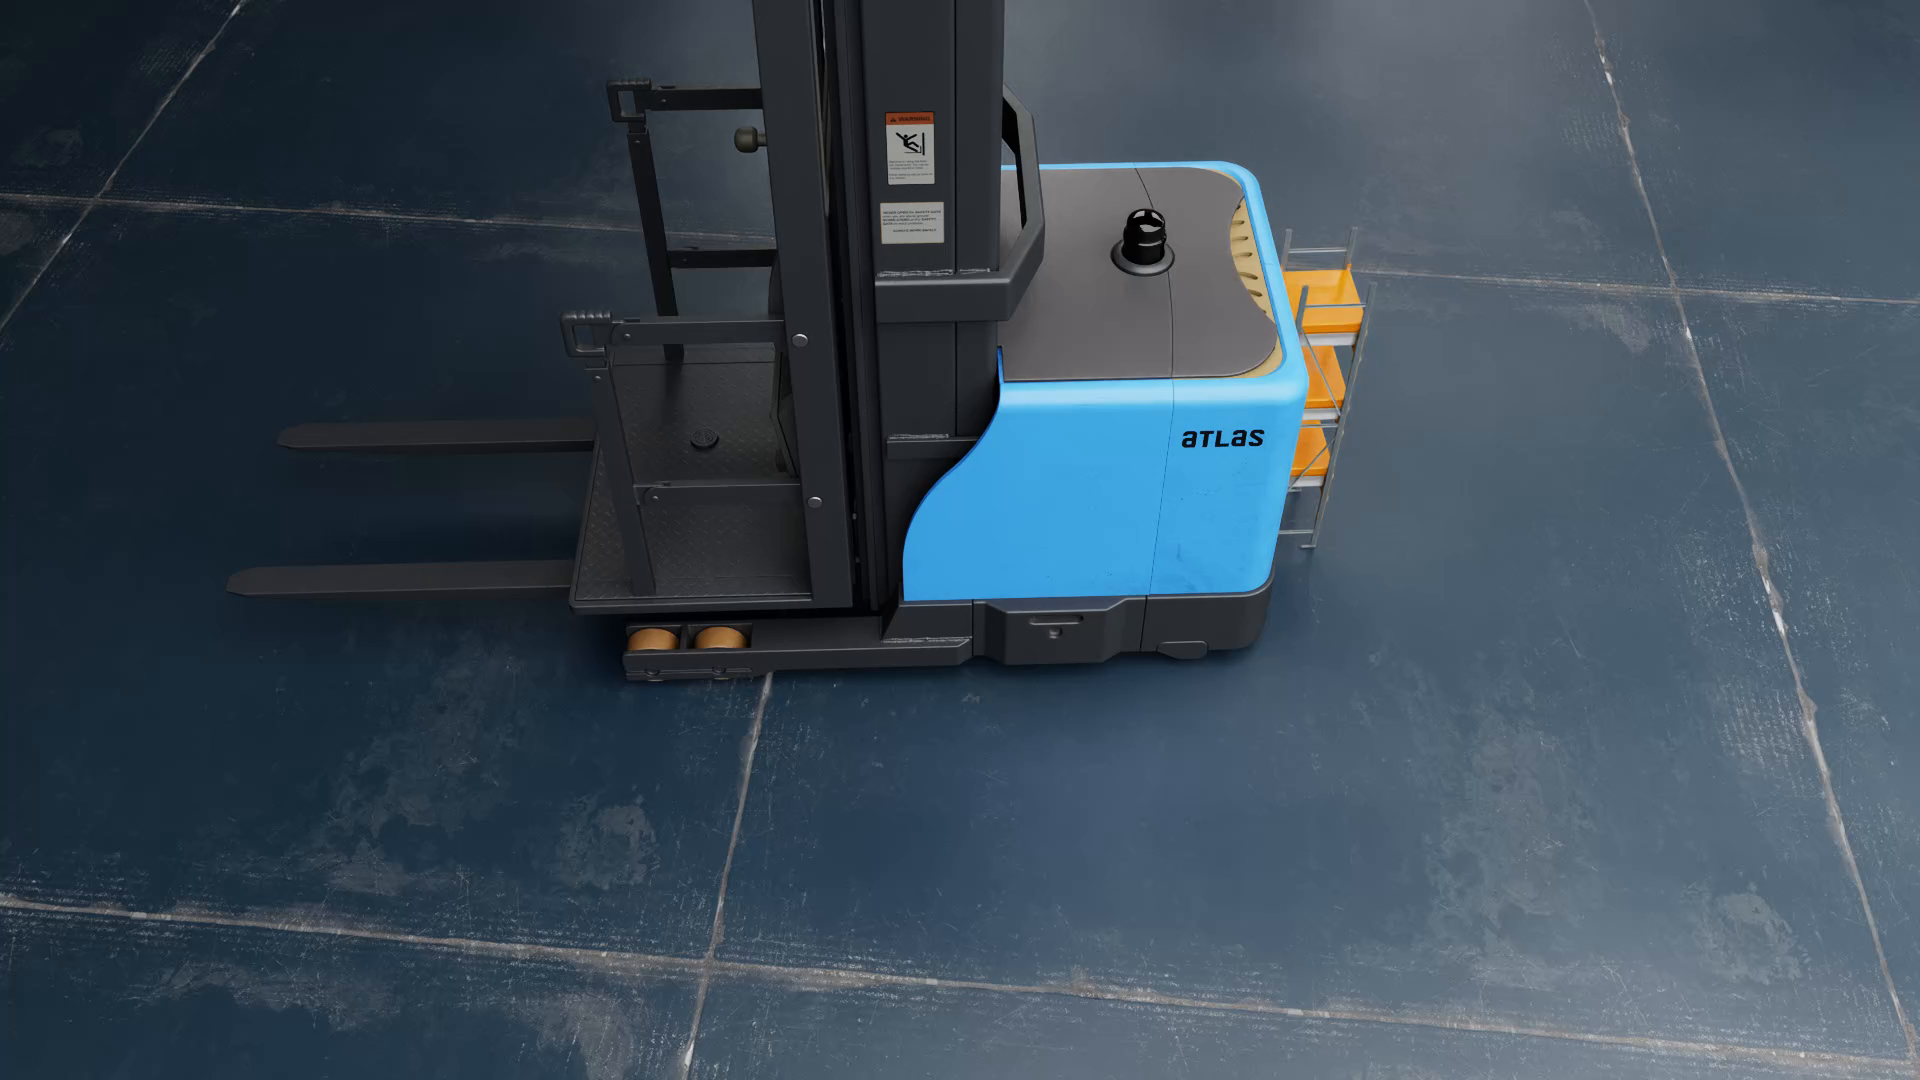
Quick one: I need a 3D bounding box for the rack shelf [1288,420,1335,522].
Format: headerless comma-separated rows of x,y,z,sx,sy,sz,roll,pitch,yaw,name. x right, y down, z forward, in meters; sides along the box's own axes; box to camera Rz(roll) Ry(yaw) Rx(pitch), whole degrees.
1.011,-0.225,5.135,0.215,0.259,0.240,-2,48,-2,rack shelf

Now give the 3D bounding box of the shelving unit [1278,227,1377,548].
1.011,-0.419,4.922,0.215,1.050,0.252,-2,48,-2,shelving unit

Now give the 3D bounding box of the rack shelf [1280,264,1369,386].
1.011,-0.604,4.720,0.215,0.259,0.240,-2,48,-2,rack shelf

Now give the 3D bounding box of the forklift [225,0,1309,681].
-0.627,-0.974,4.155,3.031,2.935,1.130,-1,48,-1,forklift

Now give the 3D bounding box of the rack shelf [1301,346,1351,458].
1.011,-0.412,4.930,0.215,0.259,0.240,-2,48,-2,rack shelf

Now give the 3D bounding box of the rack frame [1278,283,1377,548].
1.017,-0.329,4.840,0.200,1.050,0.008,-2,48,-2,rack frame

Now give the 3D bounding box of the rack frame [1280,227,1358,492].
1.005,-0.509,5.004,0.200,1.050,0.008,-2,48,-2,rack frame
